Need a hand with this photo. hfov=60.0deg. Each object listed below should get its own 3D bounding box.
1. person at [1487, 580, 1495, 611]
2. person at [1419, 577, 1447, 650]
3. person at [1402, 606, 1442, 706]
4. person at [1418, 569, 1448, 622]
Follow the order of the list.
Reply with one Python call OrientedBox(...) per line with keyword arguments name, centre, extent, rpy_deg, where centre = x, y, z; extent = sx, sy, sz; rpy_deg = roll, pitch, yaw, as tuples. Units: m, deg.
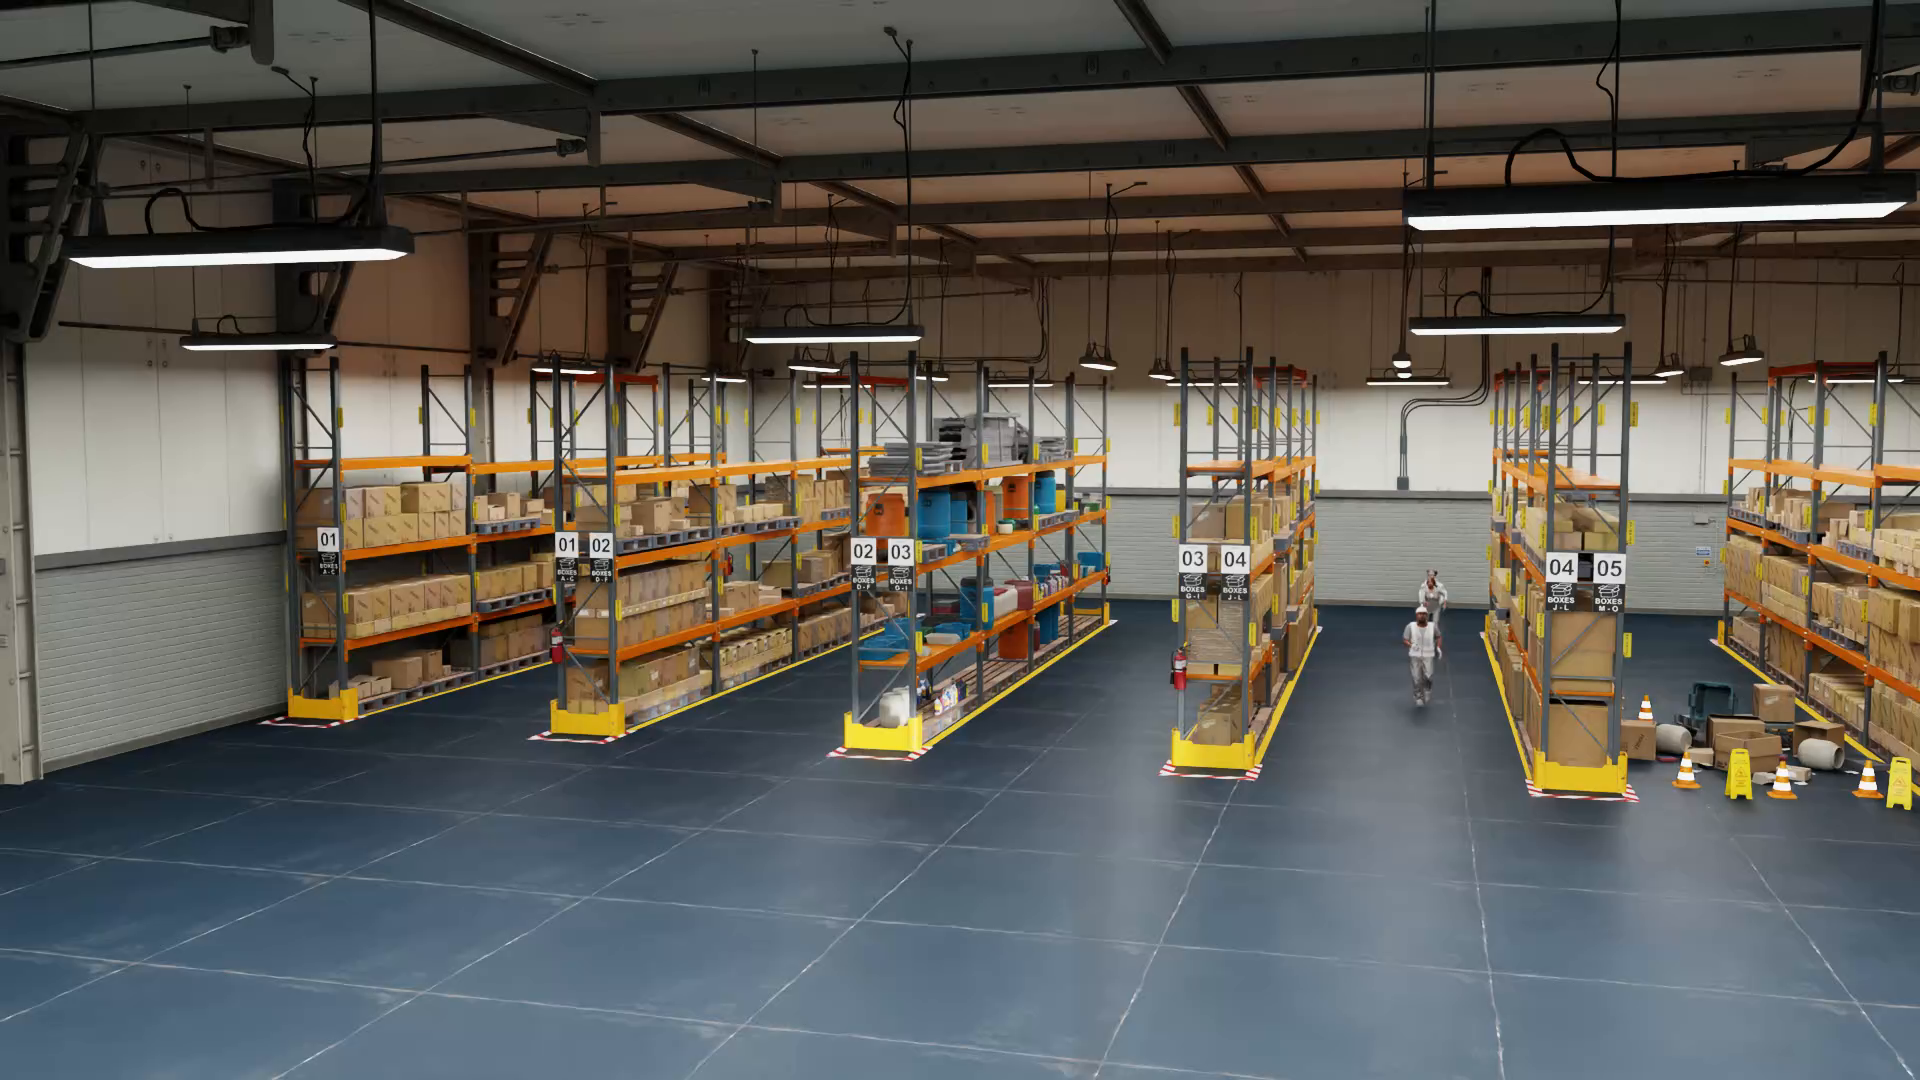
OrientedBox(name="person", centre=(12.697, 1.275, 39.263), extent=(0.693, 1.761, 0.822), rpy_deg=(3, 5, 39))
OrientedBox(name="person", centre=(10.151, 1.578, 35.708), extent=(0.551, 1.585, 0.809), rpy_deg=(2, 5, 22))
OrientedBox(name="person", centre=(7.980, 2.019, 28.697), extent=(0.673, 1.739, 0.602), rpy_deg=(1, 4, 13))
OrientedBox(name="person", centre=(10.458, 1.478, 36.785), extent=(0.637, 1.699, 0.690), rpy_deg=(2, 5, 23))
